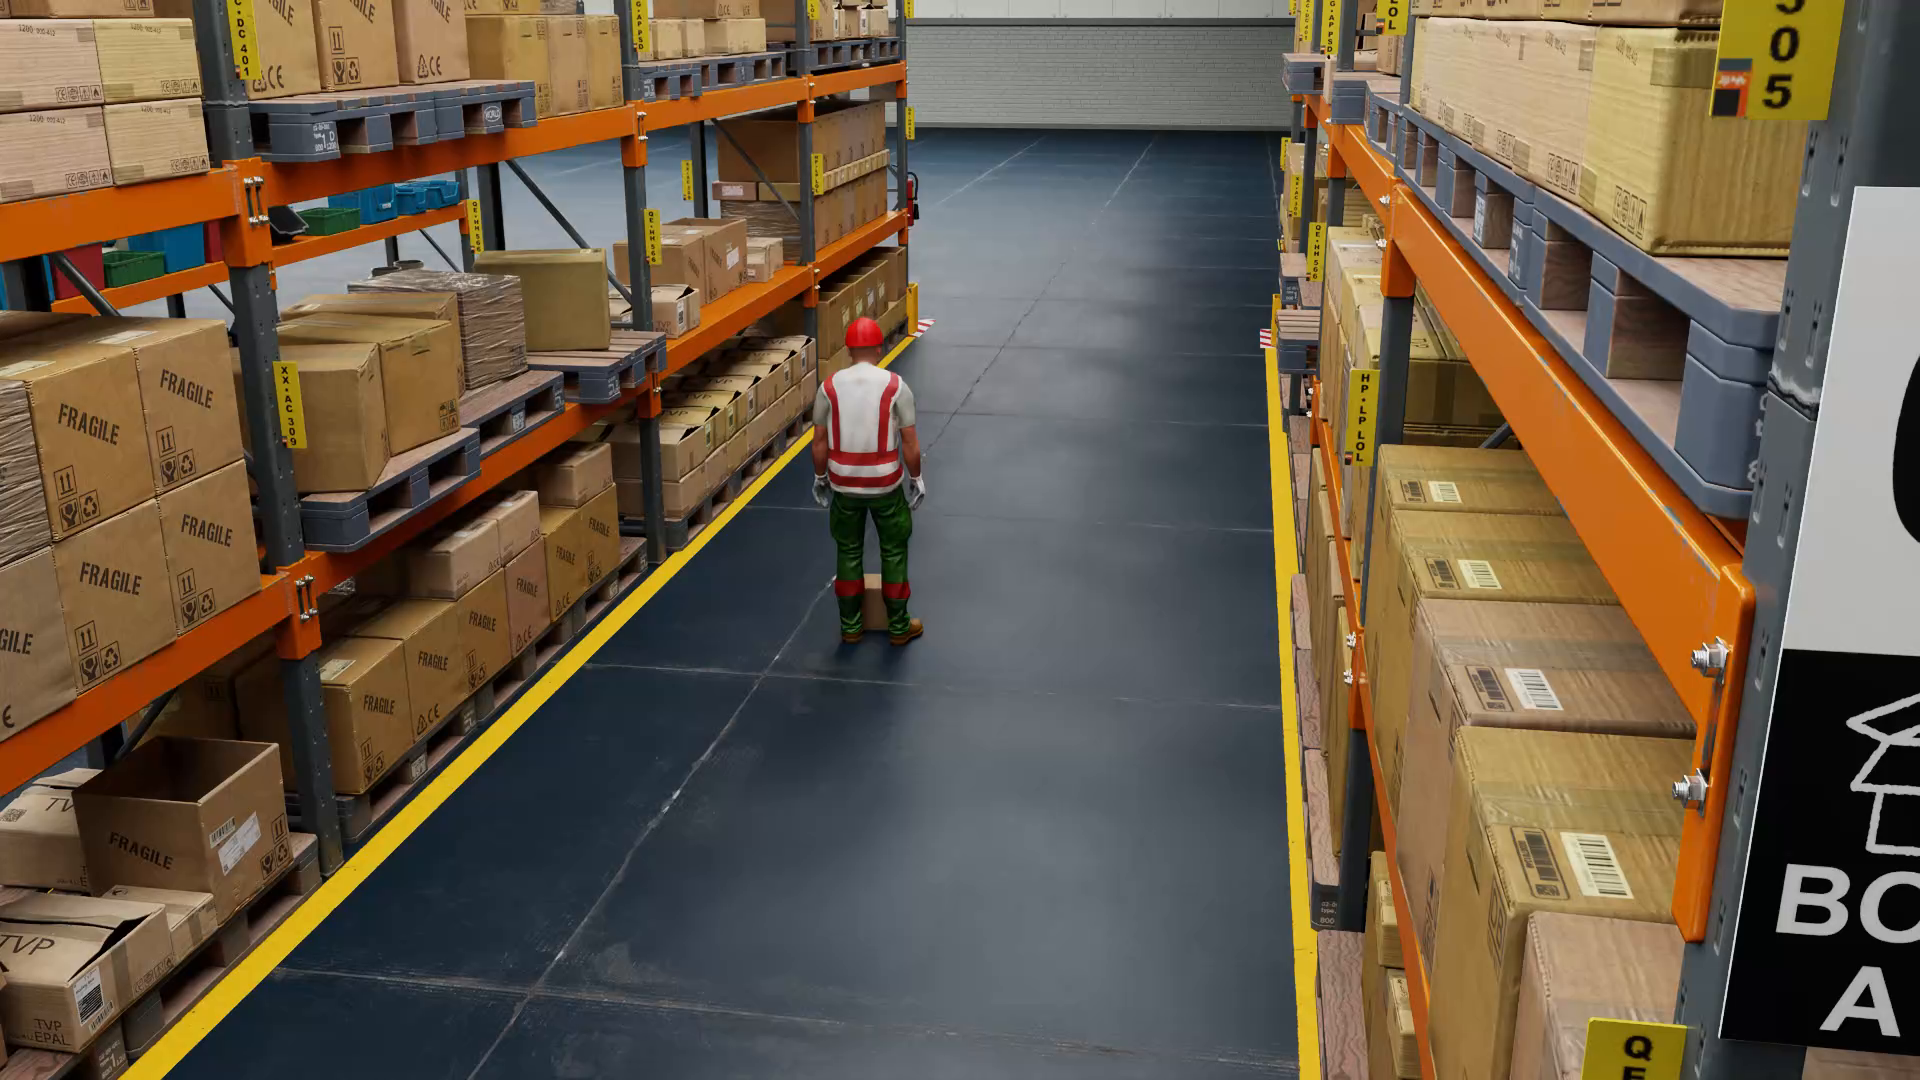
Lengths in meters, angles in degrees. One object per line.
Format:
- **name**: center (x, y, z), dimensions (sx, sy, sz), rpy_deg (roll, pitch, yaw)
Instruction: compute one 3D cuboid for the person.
- **person**: center (-0.495, -0.309, 8.995), dimensions (0.620, 1.779, 0.454), rpy_deg (2, 18, 8)
